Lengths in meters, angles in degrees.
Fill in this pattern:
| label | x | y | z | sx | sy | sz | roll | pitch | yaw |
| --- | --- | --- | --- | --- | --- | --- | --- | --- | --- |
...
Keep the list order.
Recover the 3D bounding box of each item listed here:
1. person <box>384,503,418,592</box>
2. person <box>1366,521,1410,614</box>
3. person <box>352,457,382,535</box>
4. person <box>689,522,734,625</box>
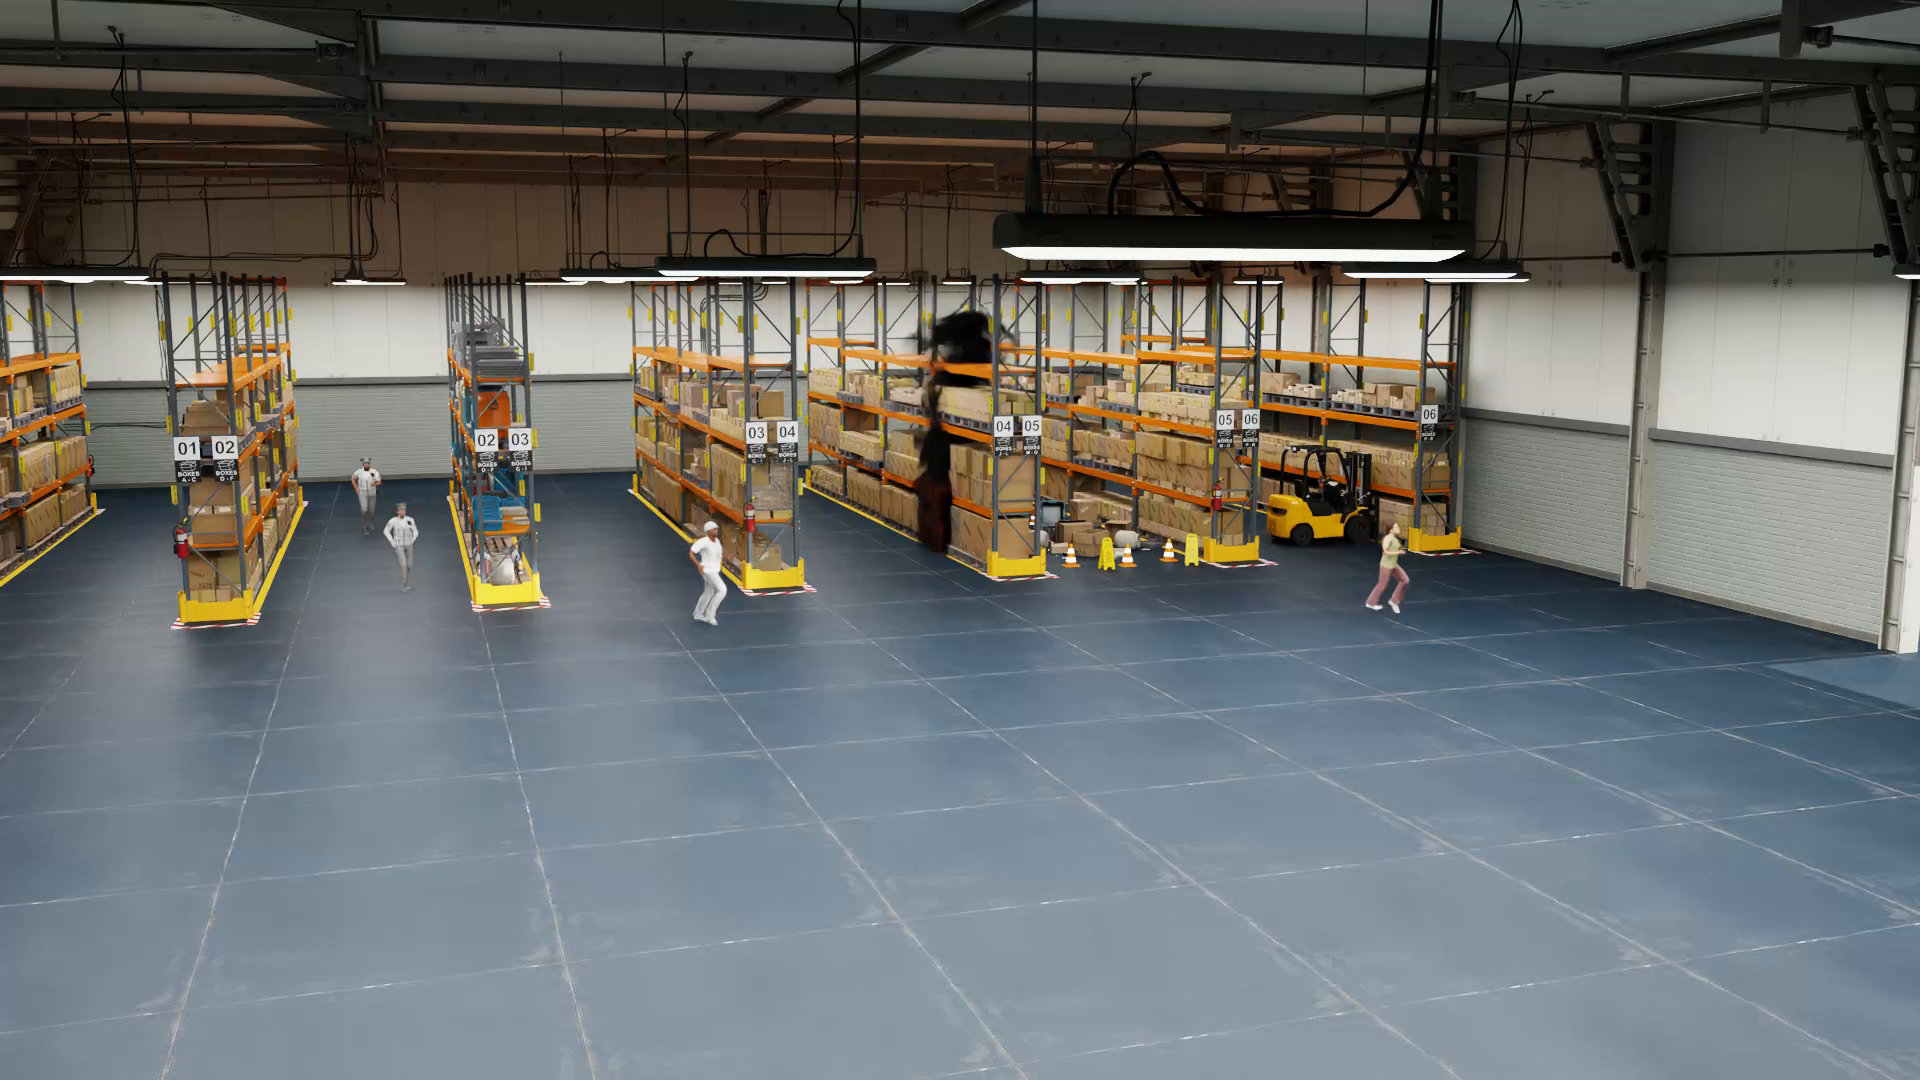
| label | x | y | z | sx | sy | sz | roll | pitch | yaw |
| --- | --- | --- | --- | --- | --- | --- | --- | --- | --- |
| person | -10.675 | 0.112 | 31.825 | 0.625 | 1.687 | 0.720 | -5 | 10 | -31 |
| person | 7.547 | 0.489 | 29.407 | 0.748 | 1.677 | 0.562 | 6 | 11 | 35 |
| person | -13.941 | -1.035 | 39.138 | 0.647 | 1.853 | 0.726 | -4 | 9 | -25 |
| person | -4.254 | 0.573 | 28.577 | 0.722 | 1.803 | 0.663 | 2 | 9 | 11 |
